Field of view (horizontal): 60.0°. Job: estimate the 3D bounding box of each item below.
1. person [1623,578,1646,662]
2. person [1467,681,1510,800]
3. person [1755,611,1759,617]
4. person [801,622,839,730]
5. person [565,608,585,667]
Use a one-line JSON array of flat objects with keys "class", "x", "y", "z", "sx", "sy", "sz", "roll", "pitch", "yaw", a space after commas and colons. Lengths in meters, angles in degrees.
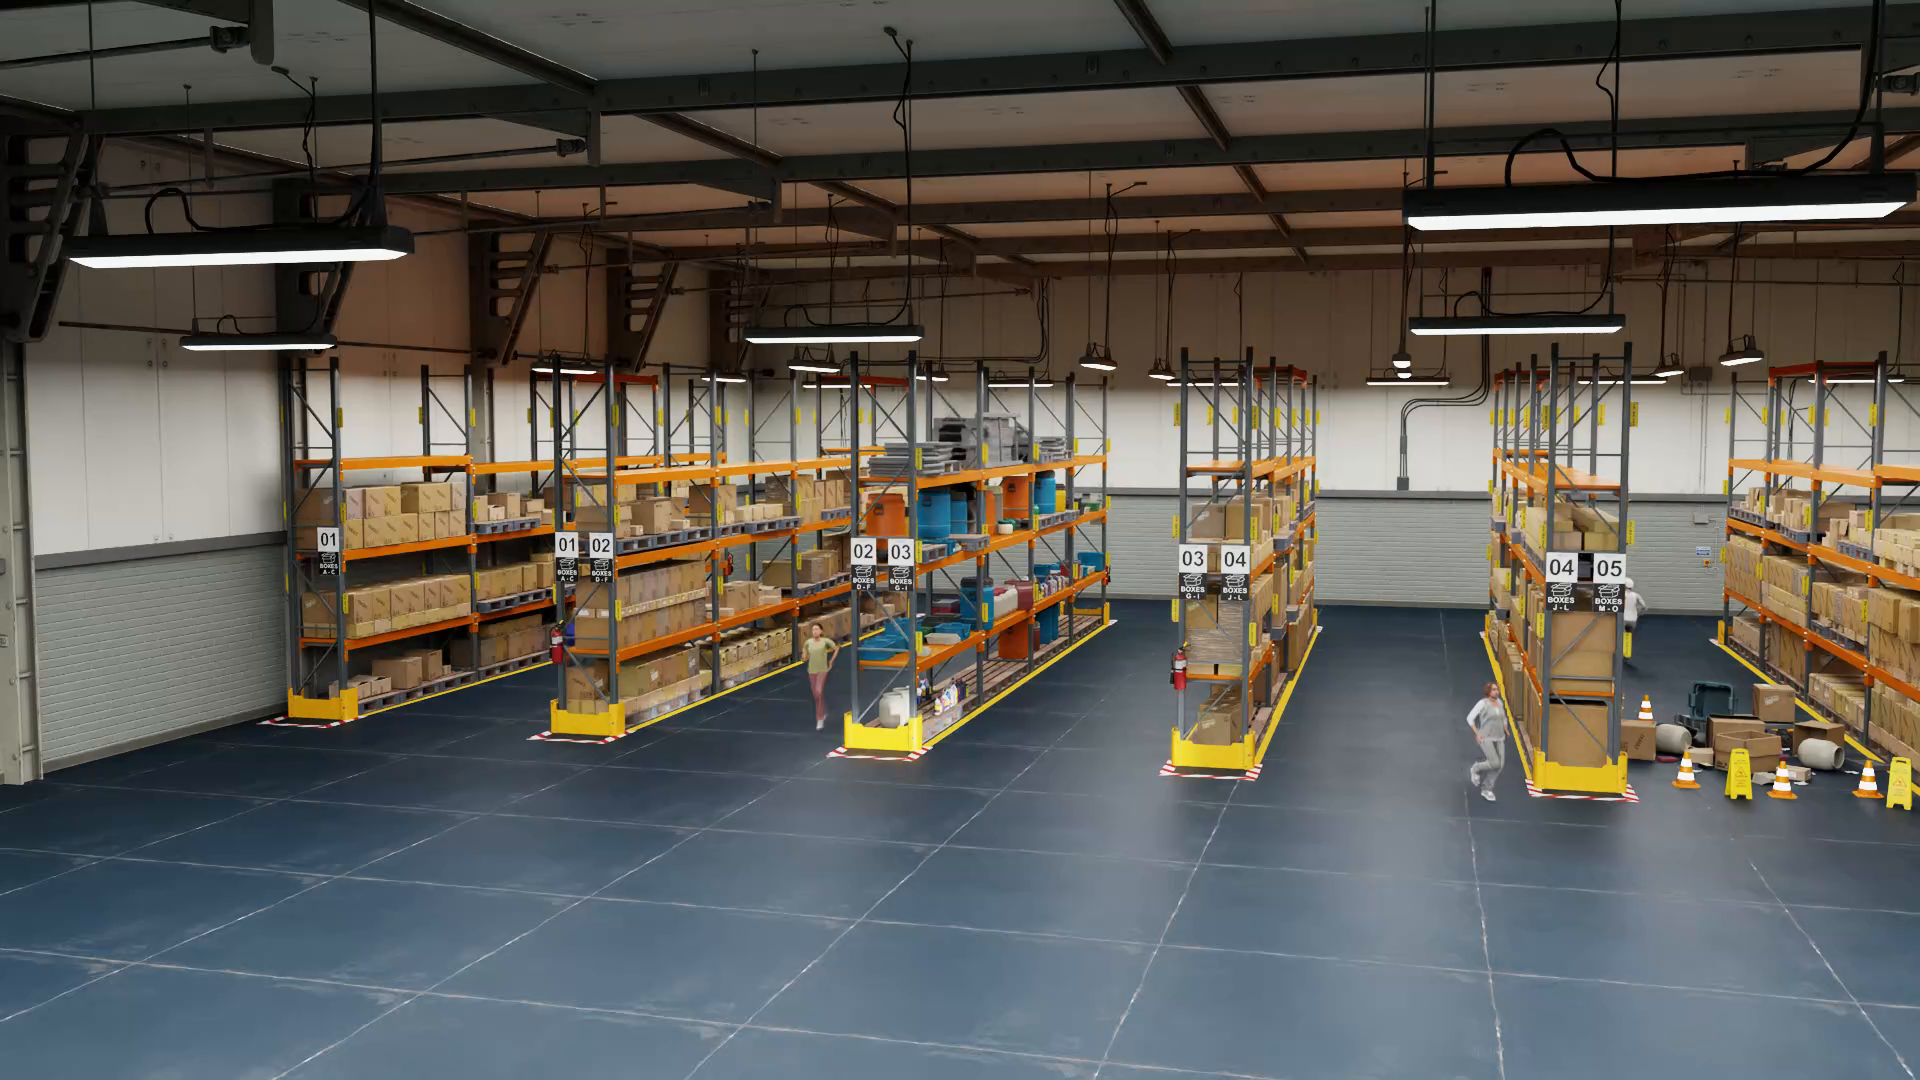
[{"class": "person", "x": 13.565, "y": 1.653, "z": 33.833, "sx": 0.662, "sy": 1.771, "sz": 0.868, "roll": 1, "pitch": 4, "yaw": 7}, {"class": "person", "x": 6.974, "y": 2.635, "z": 21.854, "sx": 0.544, "sy": 1.560, "sz": 0.542, "roll": -2, "pitch": 4, "yaw": -20}, {"class": "person", "x": 18.260, "y": 1.412, "z": 37.574, "sx": 0.757, "sy": 1.696, "sz": 0.586, "roll": -4, "pitch": 6, "yaw": -42}, {"class": "person", "x": -2.298, "y": 2.192, "z": 27.010, "sx": 0.559, "sy": 1.725, "sz": 0.738, "roll": 1, "pitch": 4, "yaw": 17}, {"class": "person", "x": -6.771, "y": 2.036, "z": 29.293, "sx": 0.535, "sy": 1.708, "sz": 0.843, "roll": 1, "pitch": 4, "yaw": 7}]
